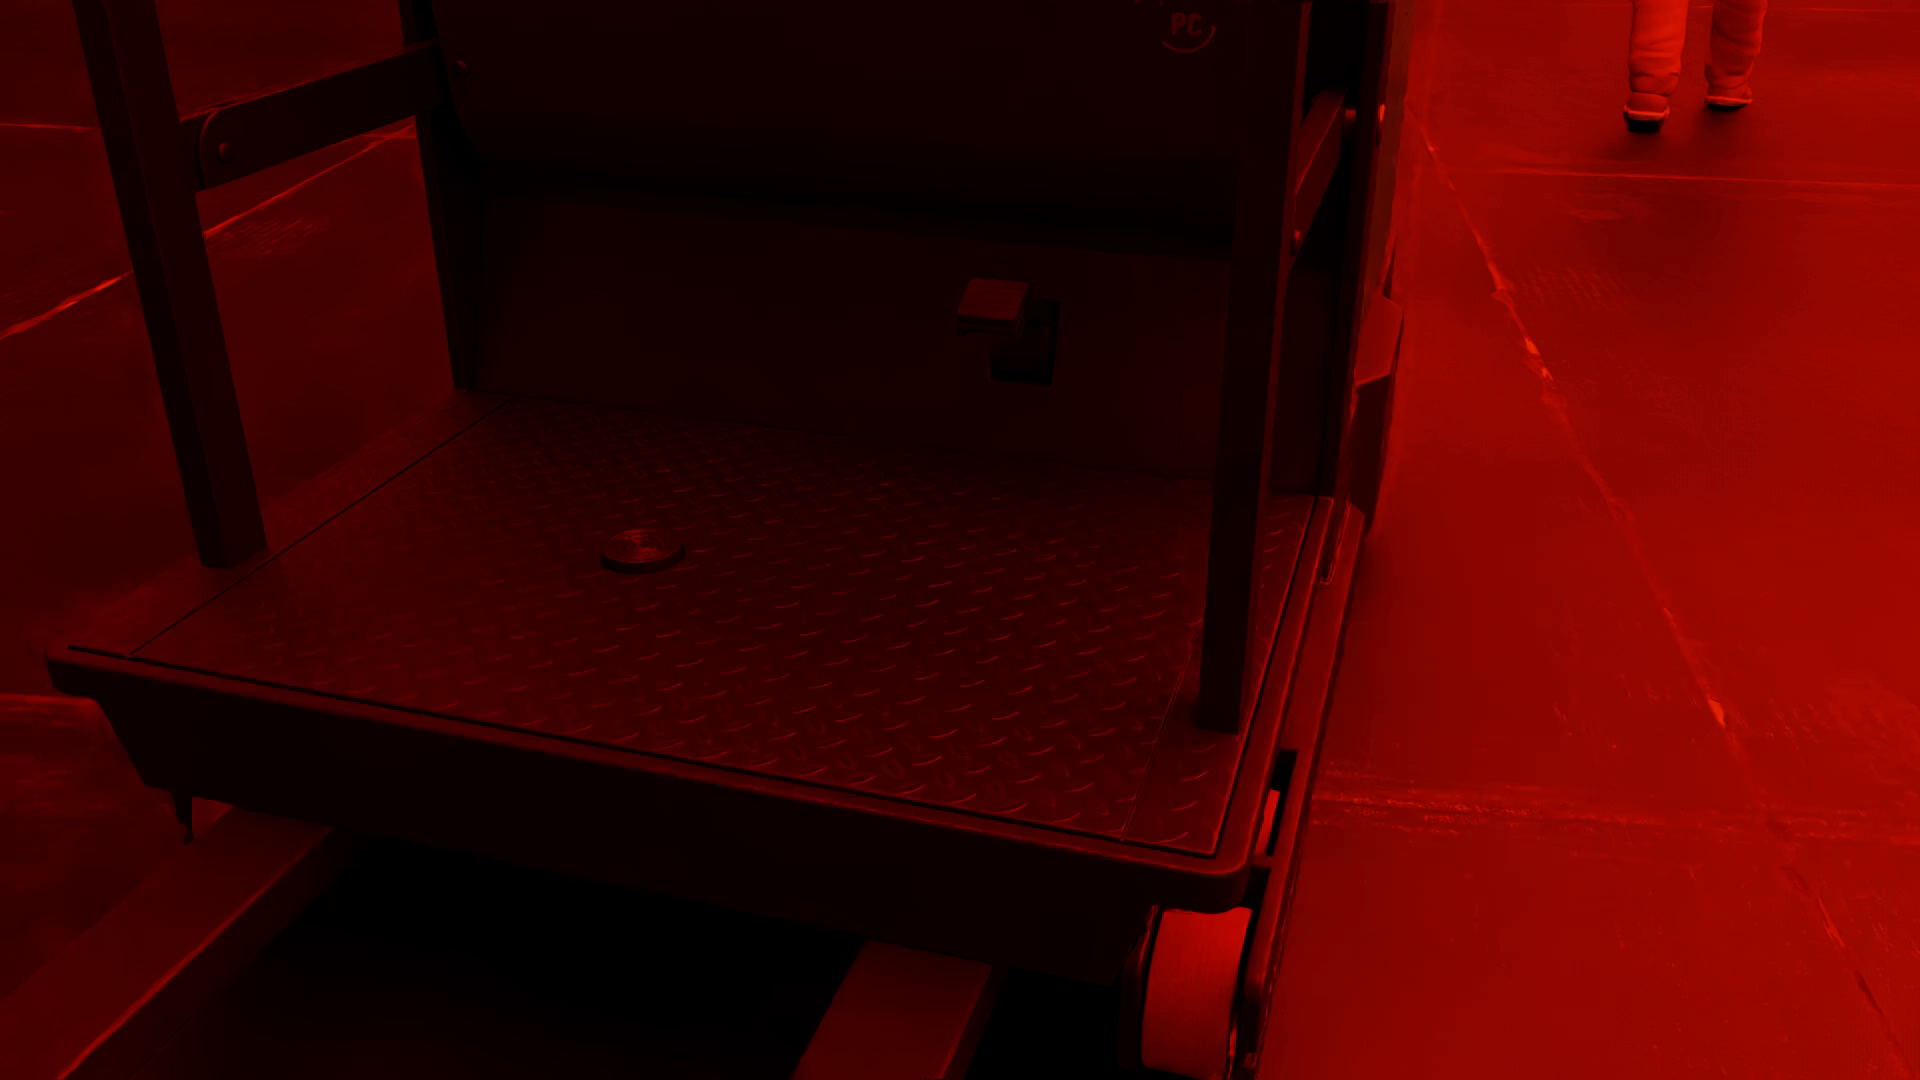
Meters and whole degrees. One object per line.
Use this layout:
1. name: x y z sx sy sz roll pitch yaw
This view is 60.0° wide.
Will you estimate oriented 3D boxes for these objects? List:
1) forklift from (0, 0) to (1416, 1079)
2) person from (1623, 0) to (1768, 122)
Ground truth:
1. forklift: -0.174 -1.020 1.261 1.130 2.935 3.031 8 28 15
2. person: 2.286 -2.080 4.791 0.981 1.709 0.760 11 28 20
